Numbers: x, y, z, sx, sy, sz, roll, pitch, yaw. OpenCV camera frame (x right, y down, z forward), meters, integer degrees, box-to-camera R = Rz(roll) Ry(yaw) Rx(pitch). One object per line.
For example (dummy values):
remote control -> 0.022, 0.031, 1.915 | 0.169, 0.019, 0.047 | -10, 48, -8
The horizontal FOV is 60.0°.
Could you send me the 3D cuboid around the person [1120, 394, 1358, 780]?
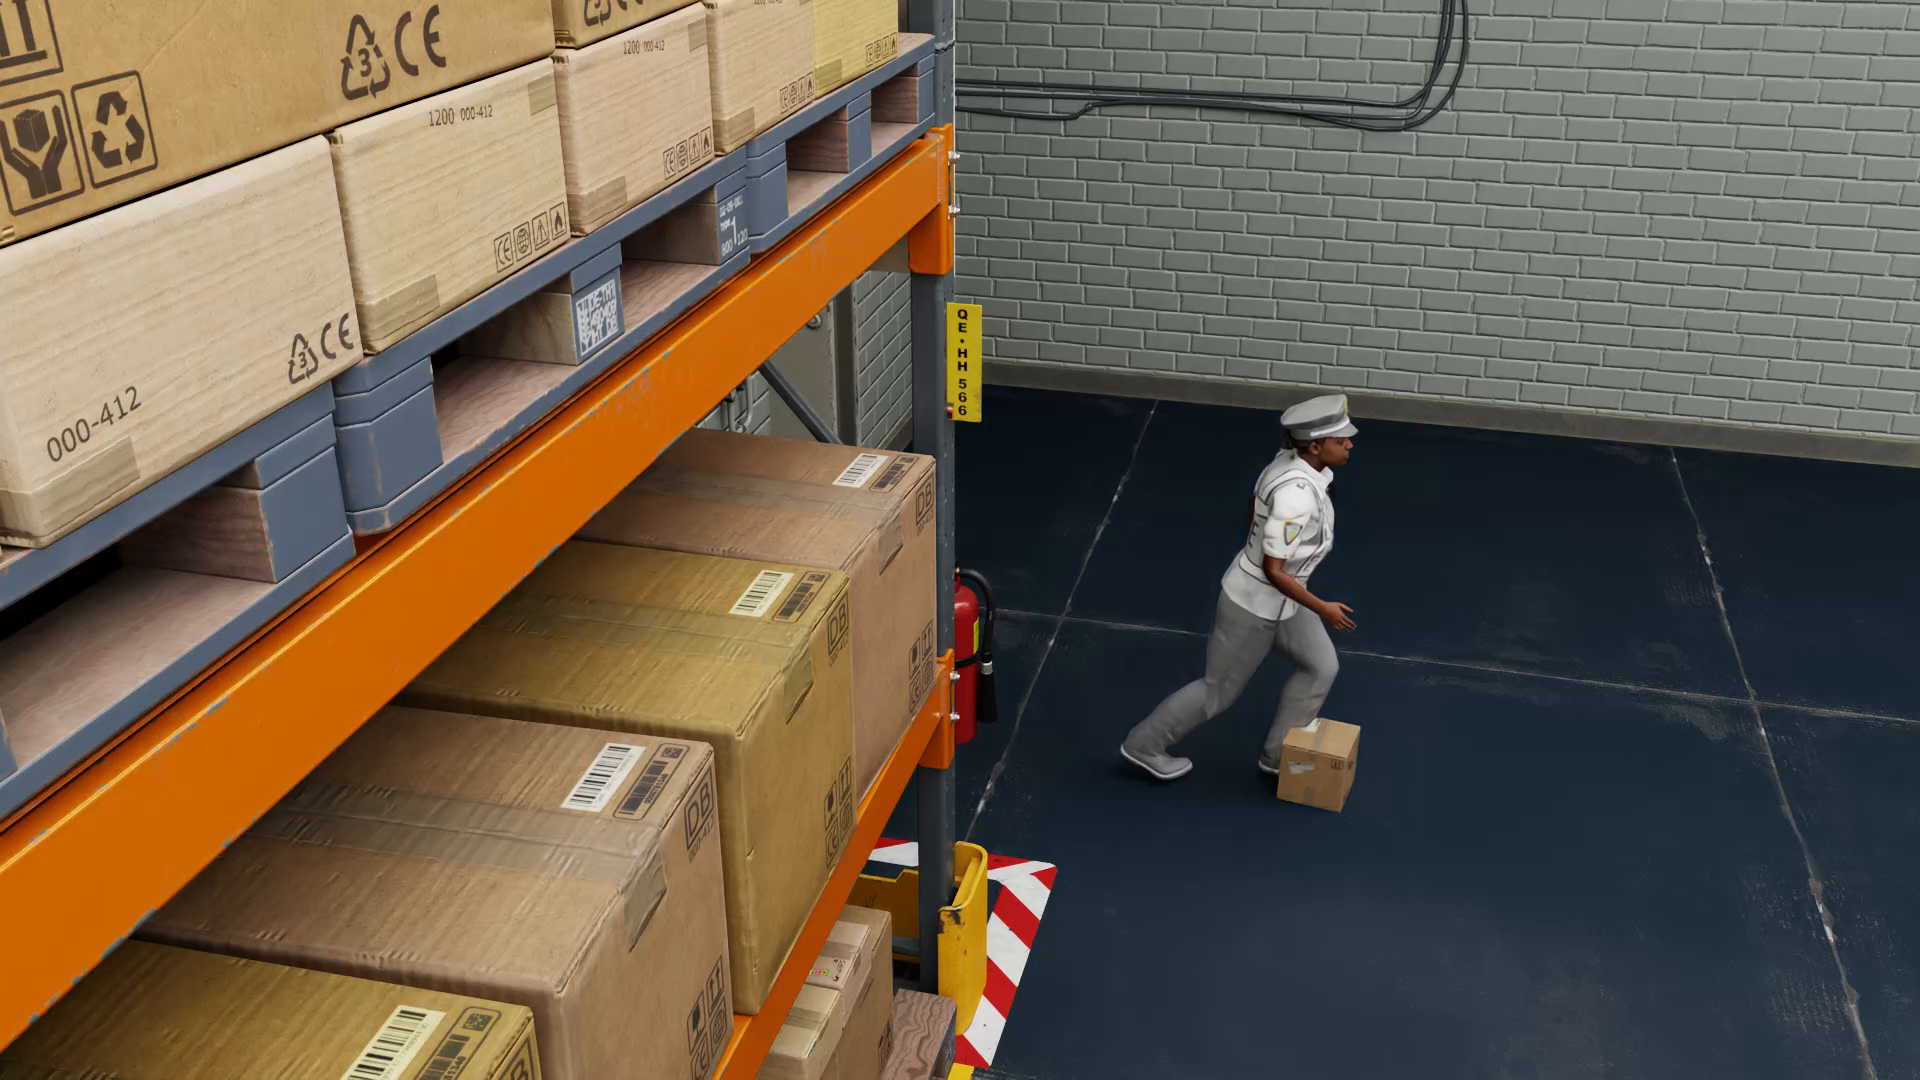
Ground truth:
person -> 4.086, 2.694, 0.740 | 10.882, 1.827, 9.534 | 10, 27, 19
